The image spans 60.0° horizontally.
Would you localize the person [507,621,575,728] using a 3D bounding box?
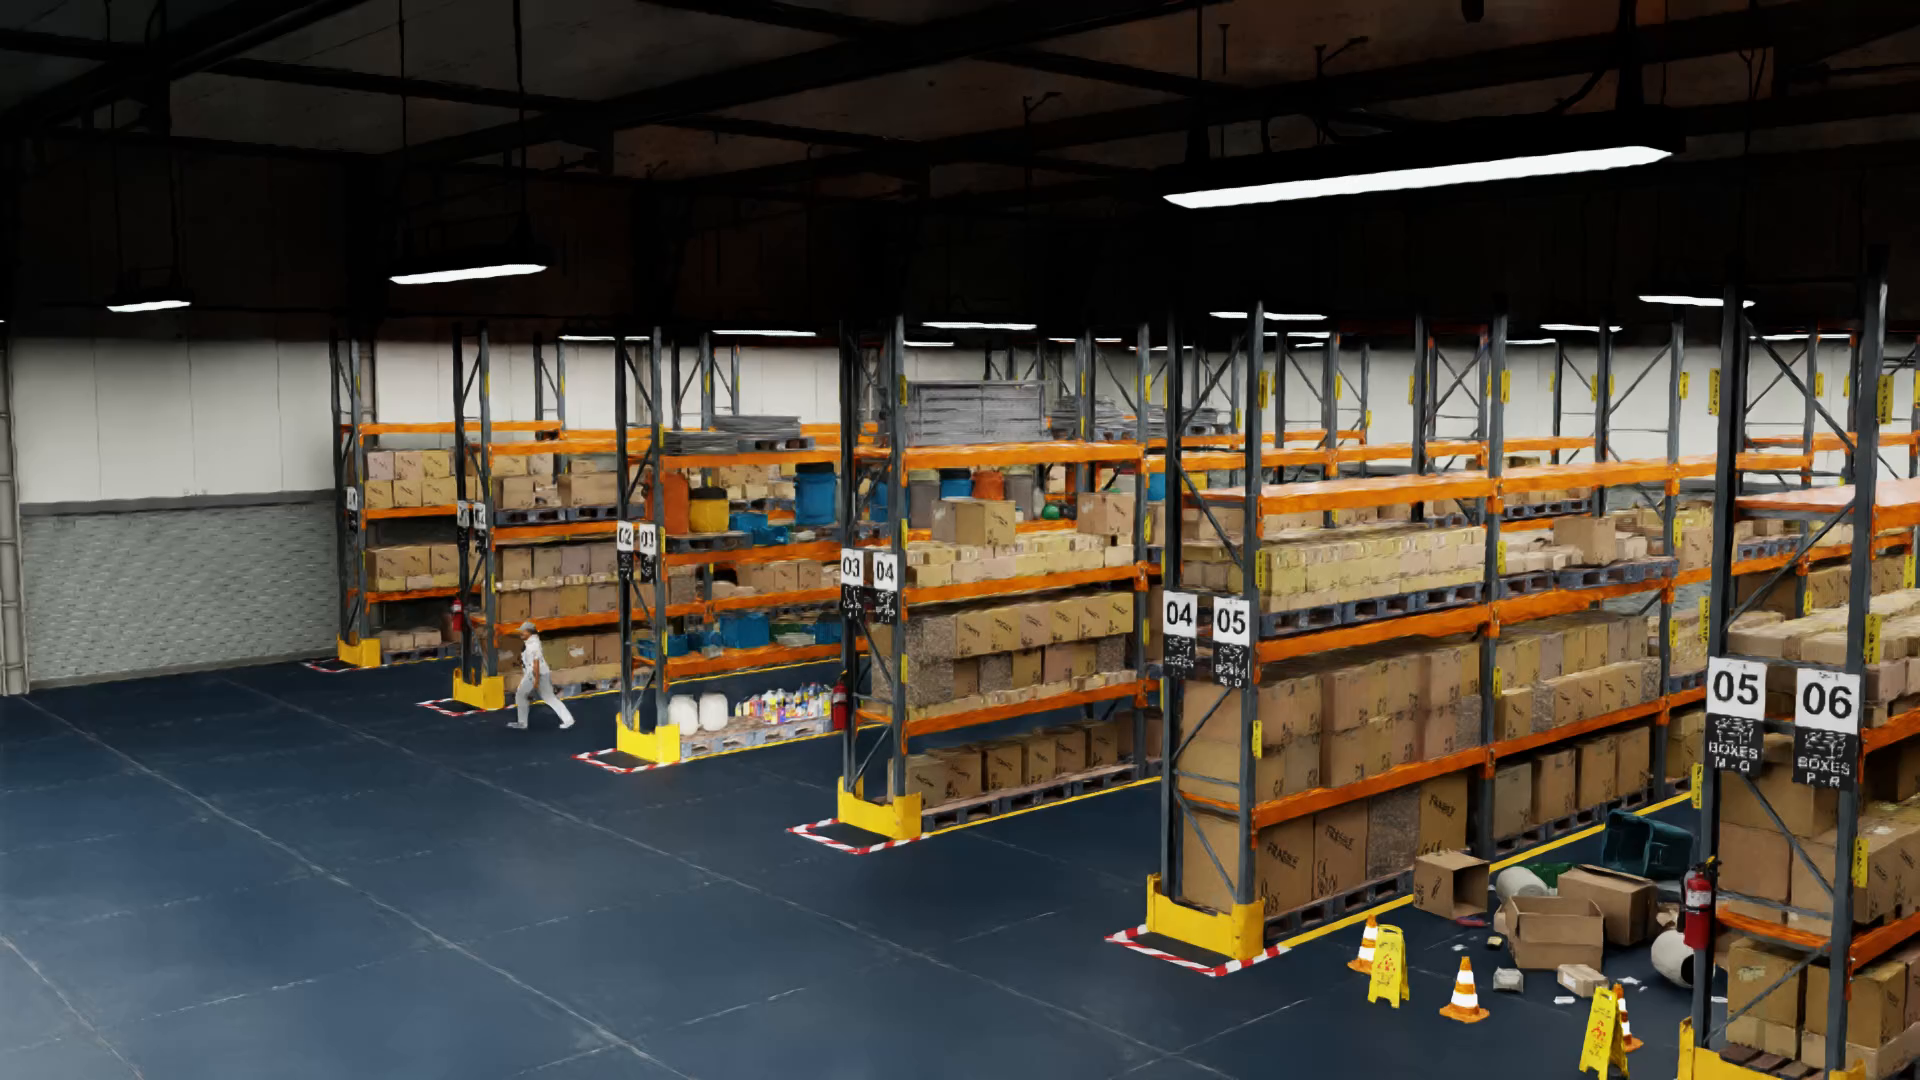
[{"bbox_3d":[-6.131,1.970,24.271,0.938,1.598,0.534,-2,6,-21],"label":"person"}]
